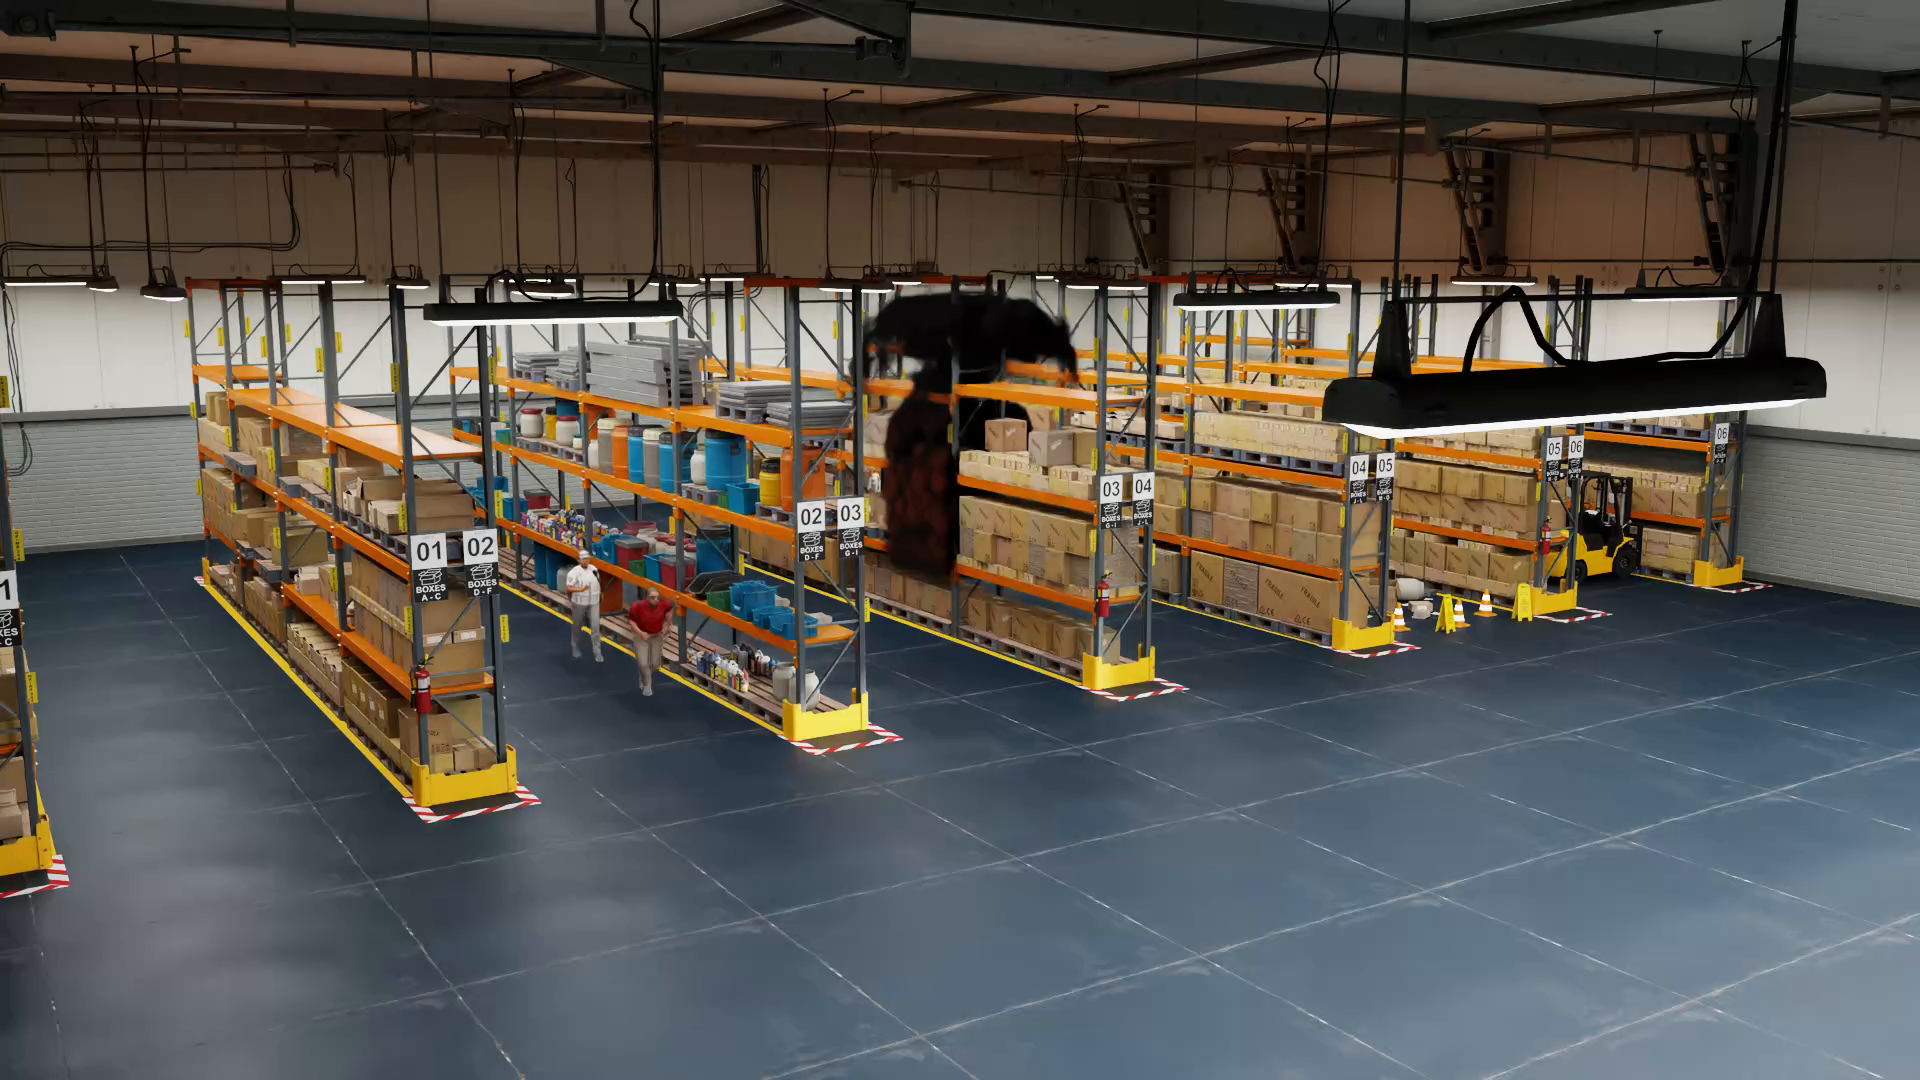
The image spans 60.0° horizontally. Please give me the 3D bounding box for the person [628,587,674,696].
[{"bbox_3d":[-4.338,1.399,23.378,0.676,1.602,0.788,-5,11,-25],"label":"person"}]

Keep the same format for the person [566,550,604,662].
[{"bbox_3d":[-5.692,1.002,25.327,0.607,1.709,0.880,-5,11,-29],"label":"person"}]

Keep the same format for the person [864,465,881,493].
[{"bbox_3d":[-2.034,-0.856,37.773,0.731,1.801,0.960,-4,10,-22],"label":"person"}]
